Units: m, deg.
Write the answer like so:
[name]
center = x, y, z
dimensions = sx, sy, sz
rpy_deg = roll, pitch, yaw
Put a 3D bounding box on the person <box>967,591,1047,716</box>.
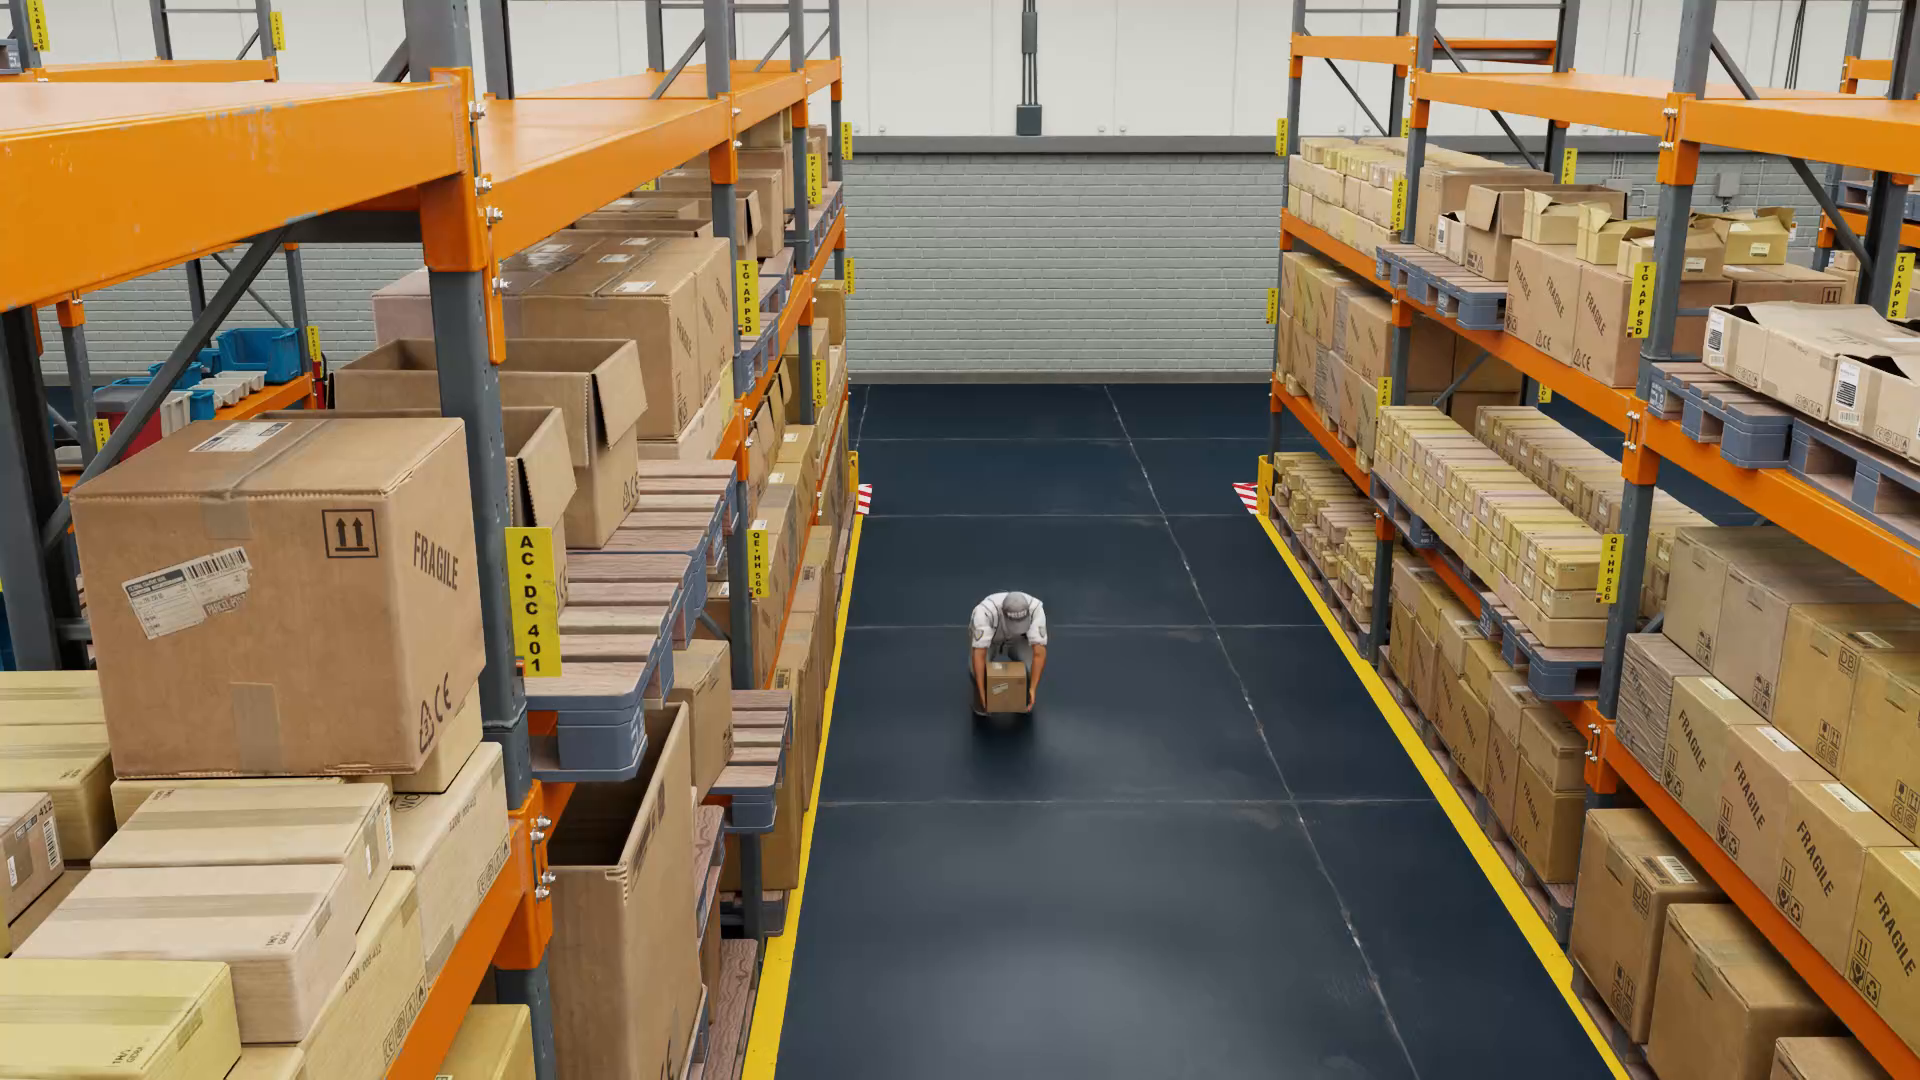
[person]
center = 0.306, 0.702, 11.002
dimensions = 0.518, 0.950, 0.852
rpy_deg = 0, 17, -1
